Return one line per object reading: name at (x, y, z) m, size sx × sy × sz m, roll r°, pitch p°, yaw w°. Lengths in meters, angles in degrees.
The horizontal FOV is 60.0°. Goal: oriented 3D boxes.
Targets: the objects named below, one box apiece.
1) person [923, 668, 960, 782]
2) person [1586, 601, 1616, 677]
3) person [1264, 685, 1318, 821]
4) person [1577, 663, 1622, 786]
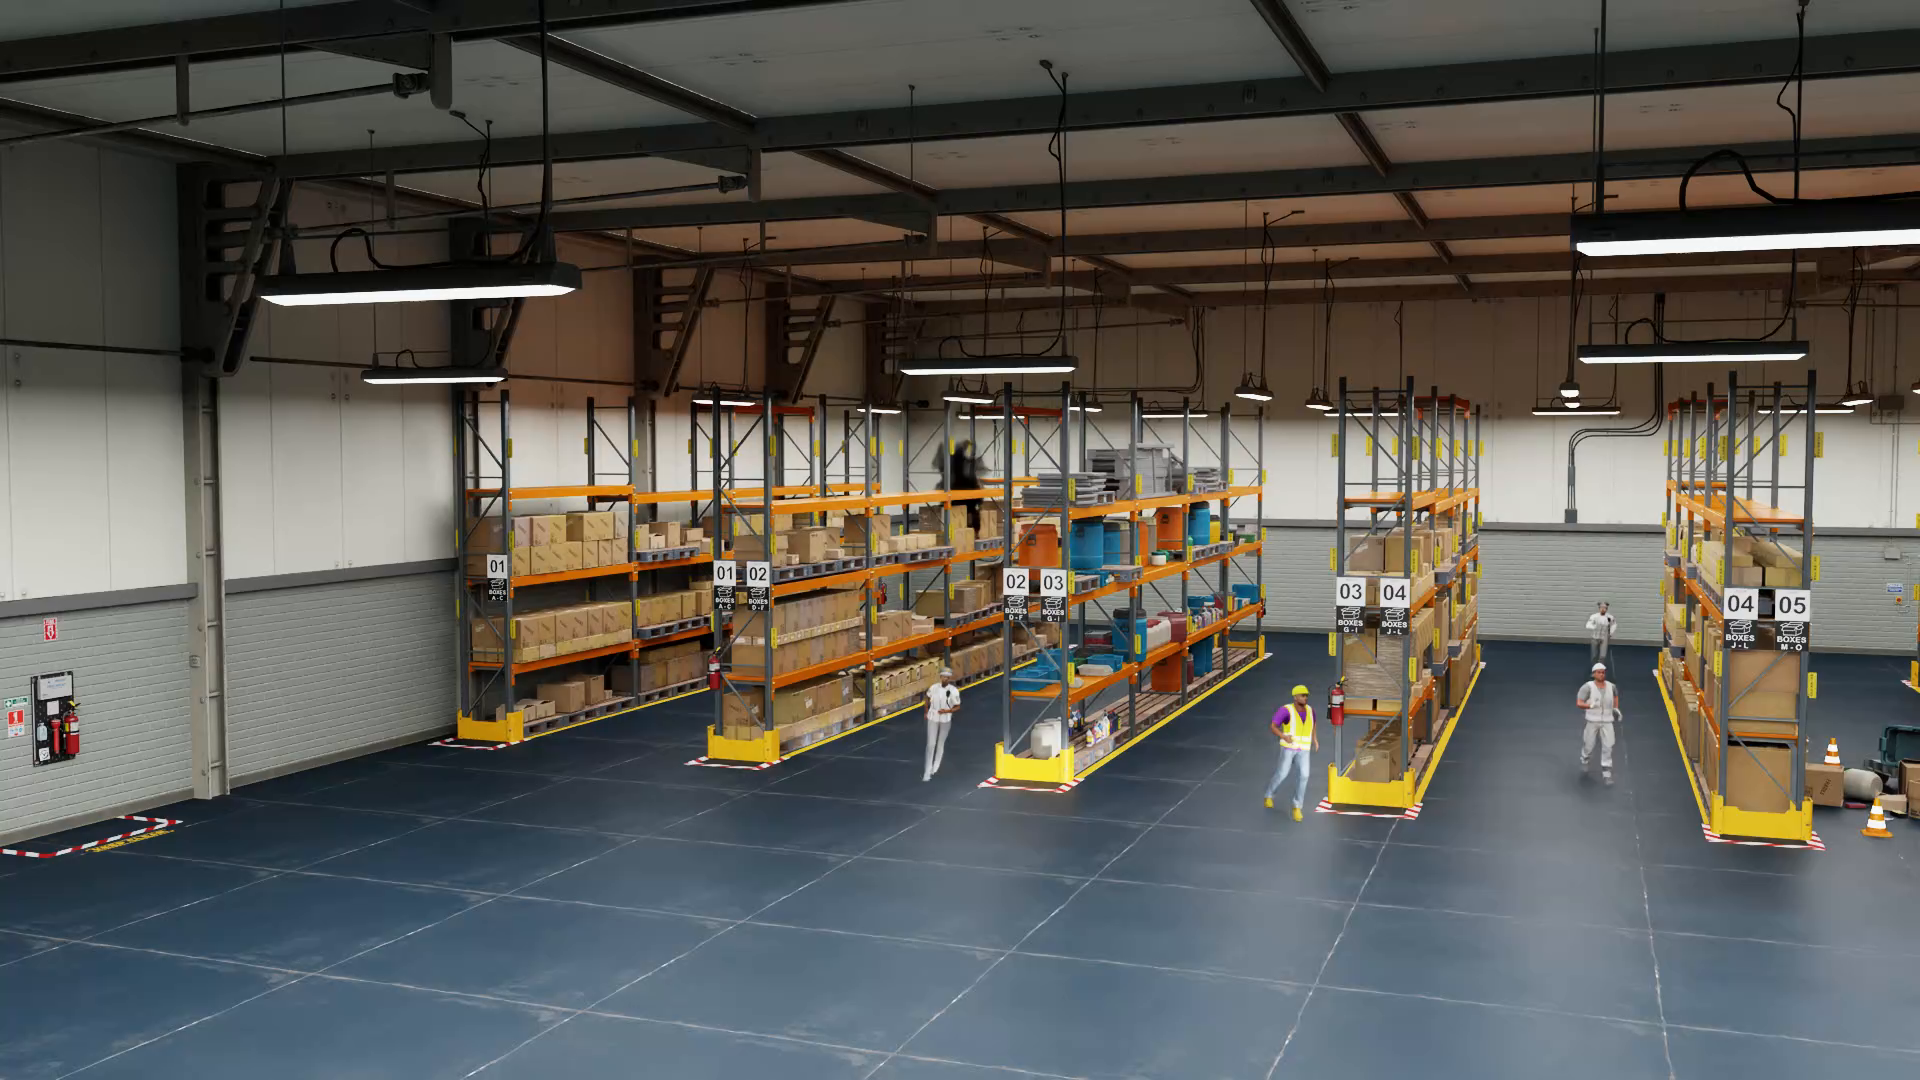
person at (-0.274, 2.793, 25.309) m, size 0.567 × 1.720 × 0.700 m, roll 0°, pitch 3°, yaw 1°
person at (13.825, 2.181, 35.871) m, size 0.615 × 1.736 × 0.826 m, roll 1°, pitch 3°, yaw 22°
person at (4.600, 2.879, 22.749) m, size 0.759 × 1.782 × 0.836 m, roll -1°, pitch 3°, yaw -12°
person at (9.543, 2.719, 24.837) m, size 0.666 × 1.763 × 0.985 m, roll 0°, pitch 3°, yaw 6°
